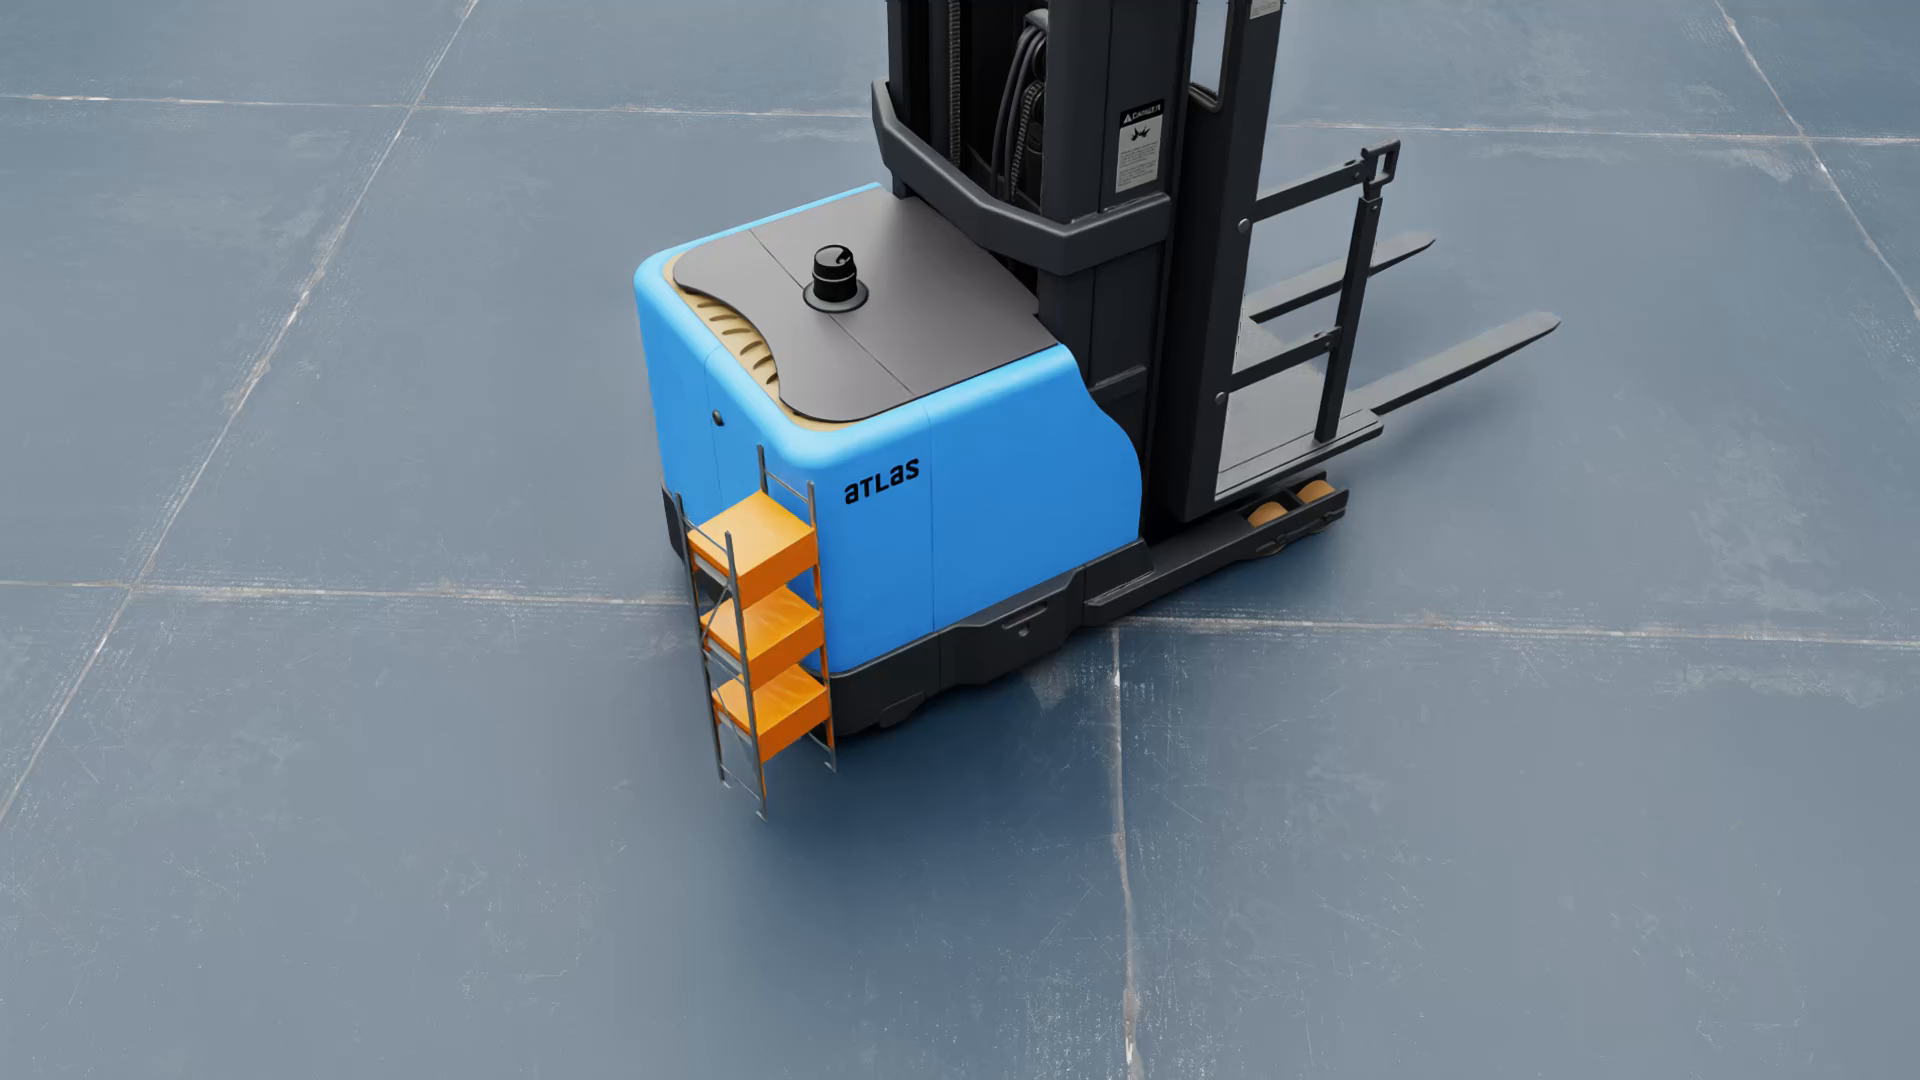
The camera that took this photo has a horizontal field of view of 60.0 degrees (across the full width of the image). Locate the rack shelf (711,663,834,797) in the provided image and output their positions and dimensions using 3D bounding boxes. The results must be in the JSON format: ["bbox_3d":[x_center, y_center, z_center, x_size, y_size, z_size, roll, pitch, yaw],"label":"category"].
[{"bbox_3d":[-0.498,0.474,4.394,0.240,0.259,0.215,-34,53,-31],"label":"rack shelf"}]

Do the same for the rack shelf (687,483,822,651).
[{"bbox_3d":[-0.498,0.063,4.011,0.240,0.259,0.215,-34,53,-31],"label":"rack shelf"}]

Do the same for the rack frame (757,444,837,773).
[{"bbox_3d":[-0.411,0.205,4.260,0.008,1.050,0.200,-34,53,-31],"label":"rack frame"}]

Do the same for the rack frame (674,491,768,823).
[{"bbox_3d":[-0.585,0.321,4.135,0.008,1.050,0.200,-34,53,-31],"label":"rack frame"}]

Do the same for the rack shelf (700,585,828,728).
[{"bbox_3d":[-0.498,0.271,4.204,0.240,0.259,0.215,-34,53,-31],"label":"rack shelf"}]

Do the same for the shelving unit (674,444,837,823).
[{"bbox_3d":[-0.498,0.263,4.197,0.252,1.050,0.215,-34,53,-31],"label":"shelving unit"}]

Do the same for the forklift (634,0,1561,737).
[{"bbox_3d":[0.621,-1.307,4.502,3.031,2.935,1.130,-23,48,-23],"label":"forklift"}]
